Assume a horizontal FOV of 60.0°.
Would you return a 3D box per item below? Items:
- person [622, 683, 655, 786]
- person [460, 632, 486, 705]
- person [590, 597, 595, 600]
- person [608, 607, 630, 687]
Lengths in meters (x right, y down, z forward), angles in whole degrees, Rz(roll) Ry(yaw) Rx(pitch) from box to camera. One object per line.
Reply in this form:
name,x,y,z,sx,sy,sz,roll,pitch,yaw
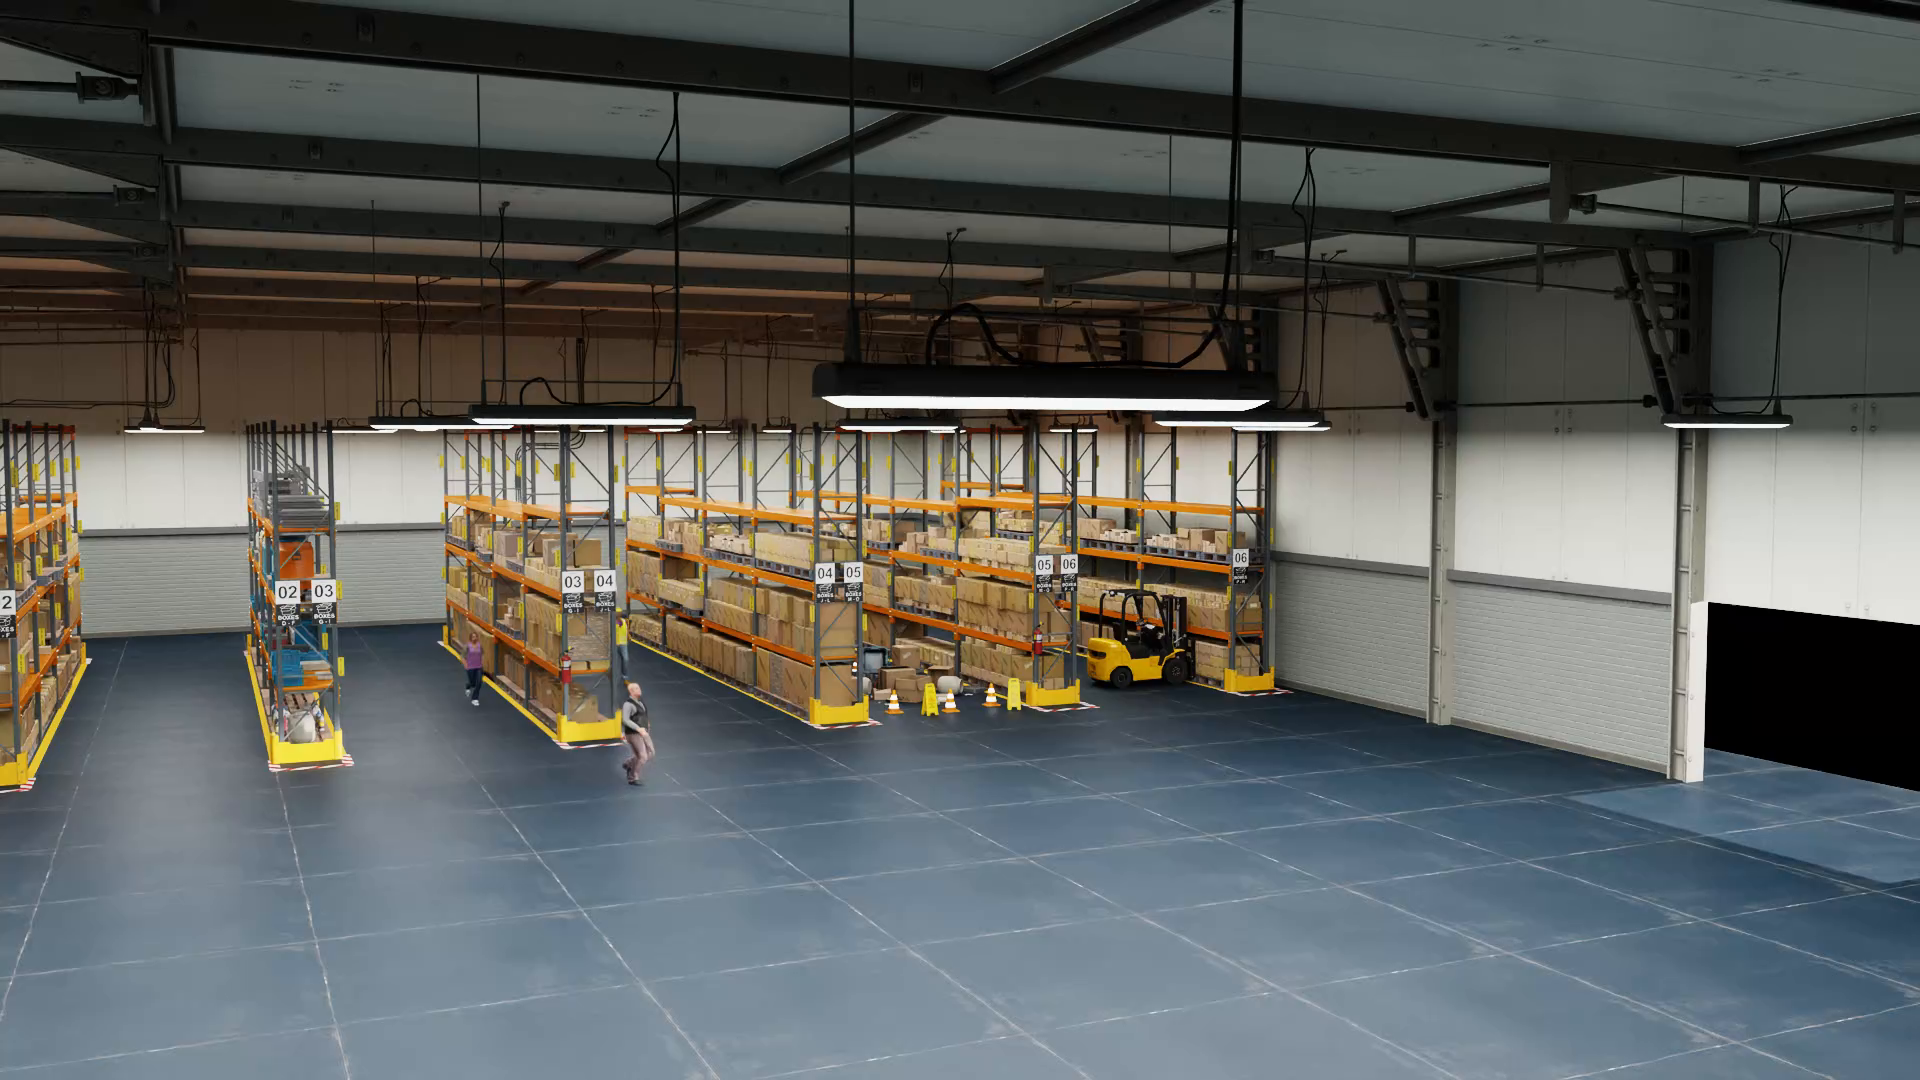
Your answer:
person,-5.306,3.181,27.289,0.521,1.687,0.665,1,4,11
person,-10.383,2.734,35.493,0.537,1.558,0.549,-2,4,-35
person,-10.412,1.861,47.782,0.660,1.757,0.686,2,4,27
person,-7.861,2.435,38.203,0.683,1.808,0.845,-2,4,-33
